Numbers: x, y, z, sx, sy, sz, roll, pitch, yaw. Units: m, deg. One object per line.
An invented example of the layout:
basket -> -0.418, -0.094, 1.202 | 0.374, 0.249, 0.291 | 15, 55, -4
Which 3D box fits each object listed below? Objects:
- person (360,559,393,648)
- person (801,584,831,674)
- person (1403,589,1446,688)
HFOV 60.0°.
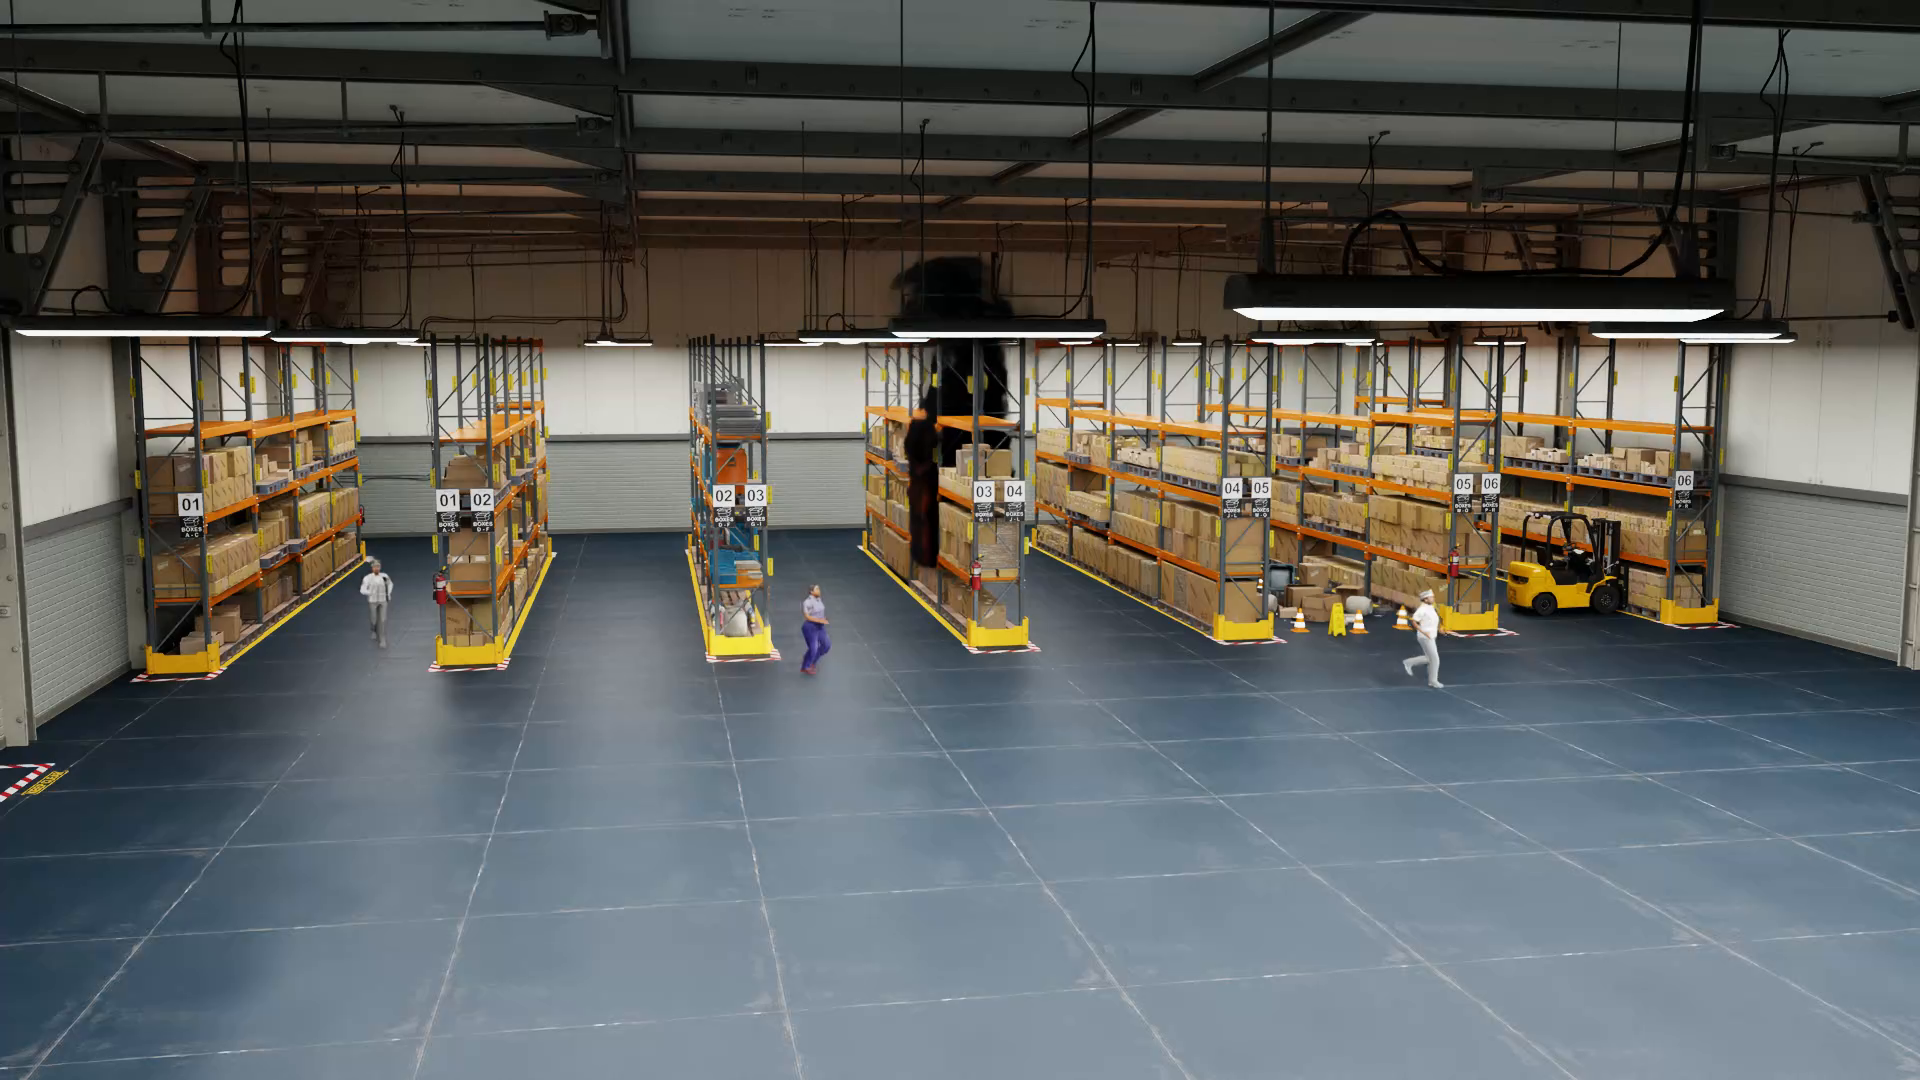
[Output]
person -> -11.182, 1.194, 31.949 | 0.617, 1.667, 0.958 | -3, 7, -26
person -> -2.529, 1.567, 29.327 | 0.578, 1.595, 0.630 | 3, 7, 24
person -> 7.928, 1.664, 28.372 | 0.738, 1.686, 0.577 | 4, 8, 33
